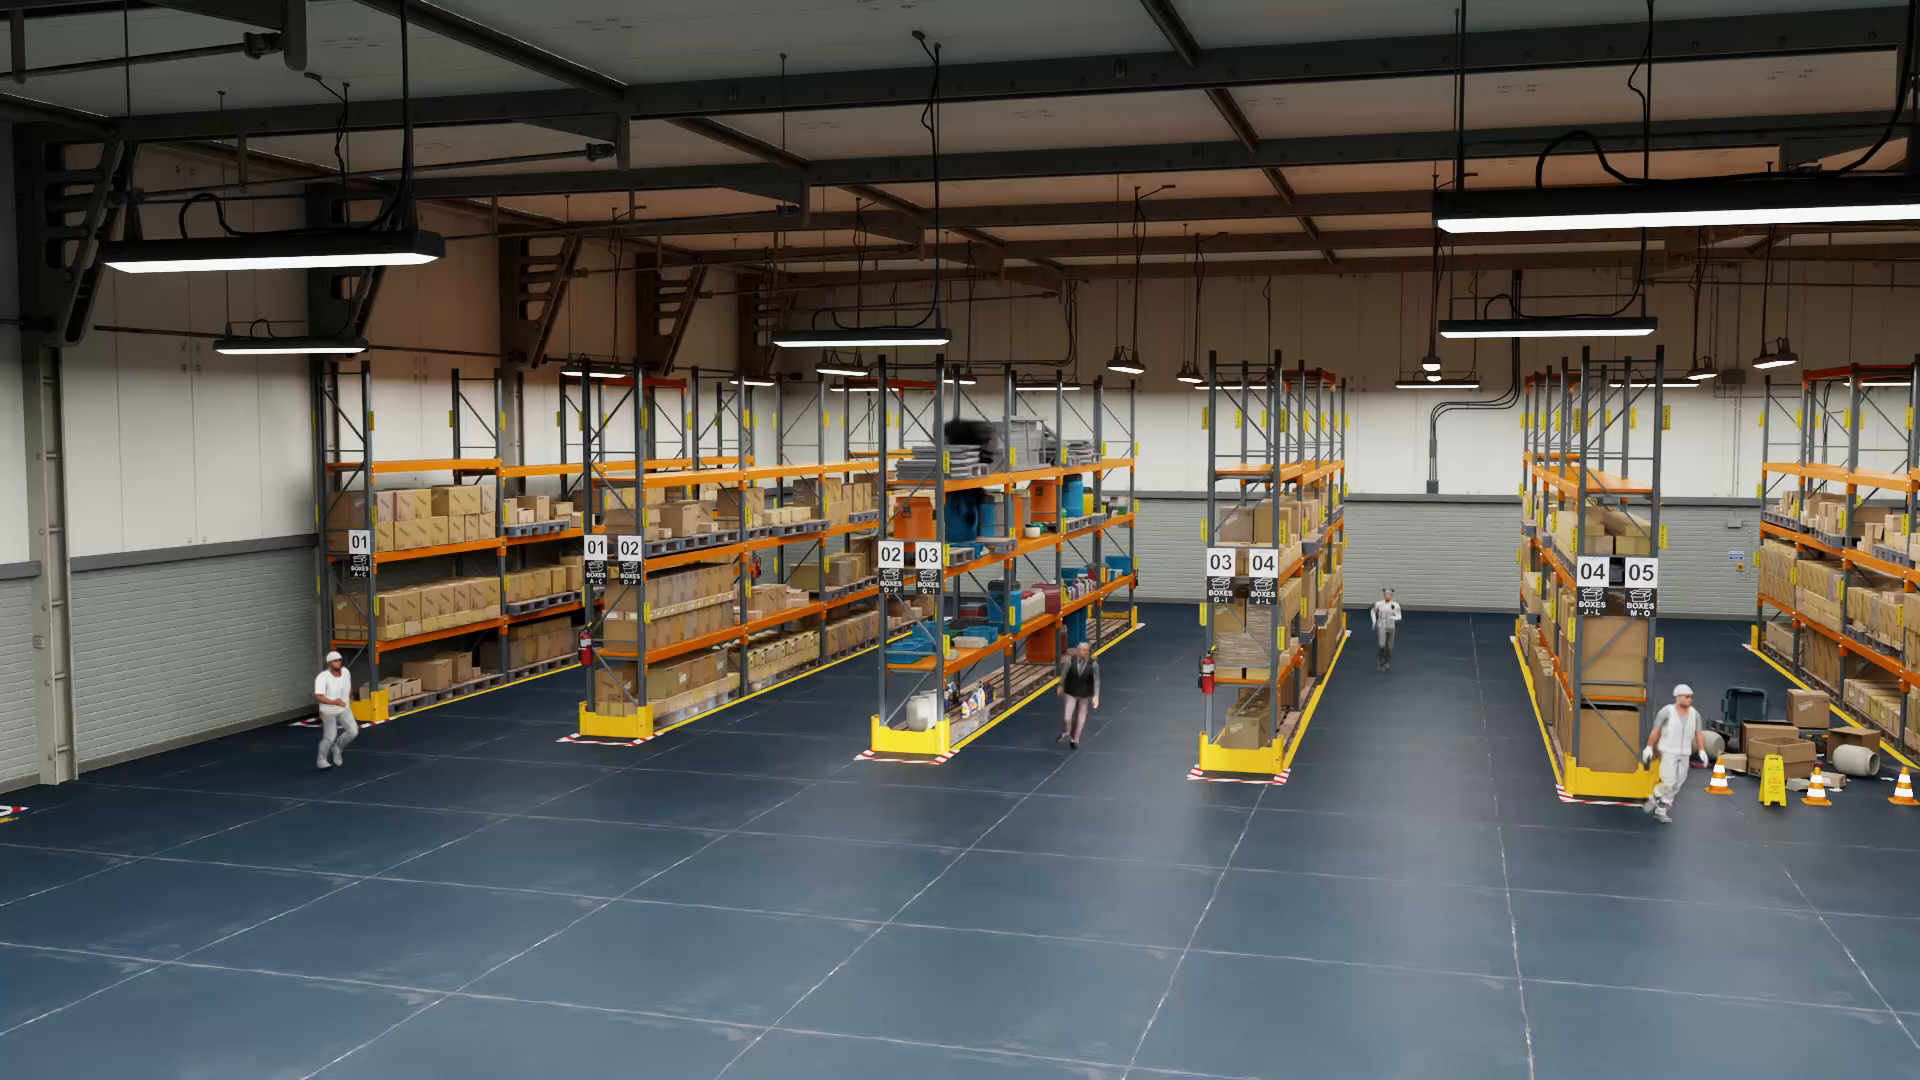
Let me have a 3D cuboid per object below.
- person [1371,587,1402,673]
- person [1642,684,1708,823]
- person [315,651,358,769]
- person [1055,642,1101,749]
[{"bbox_3d":[8.503,1.792,33.154,0.566,1.718,0.695,1,4,8],"label":"person"},{"bbox_3d":[8.854,2.650,20.616,0.665,1.757,0.578,-1,4,-9],"label":"person"},{"bbox_3d":[-8.895,2.428,23.769,0.787,1.704,0.722,3,5,37],"label":"person"},{"bbox_3d":[1.792,2.362,25.267,0.666,1.669,0.569,0,4,-2],"label":"person"}]
